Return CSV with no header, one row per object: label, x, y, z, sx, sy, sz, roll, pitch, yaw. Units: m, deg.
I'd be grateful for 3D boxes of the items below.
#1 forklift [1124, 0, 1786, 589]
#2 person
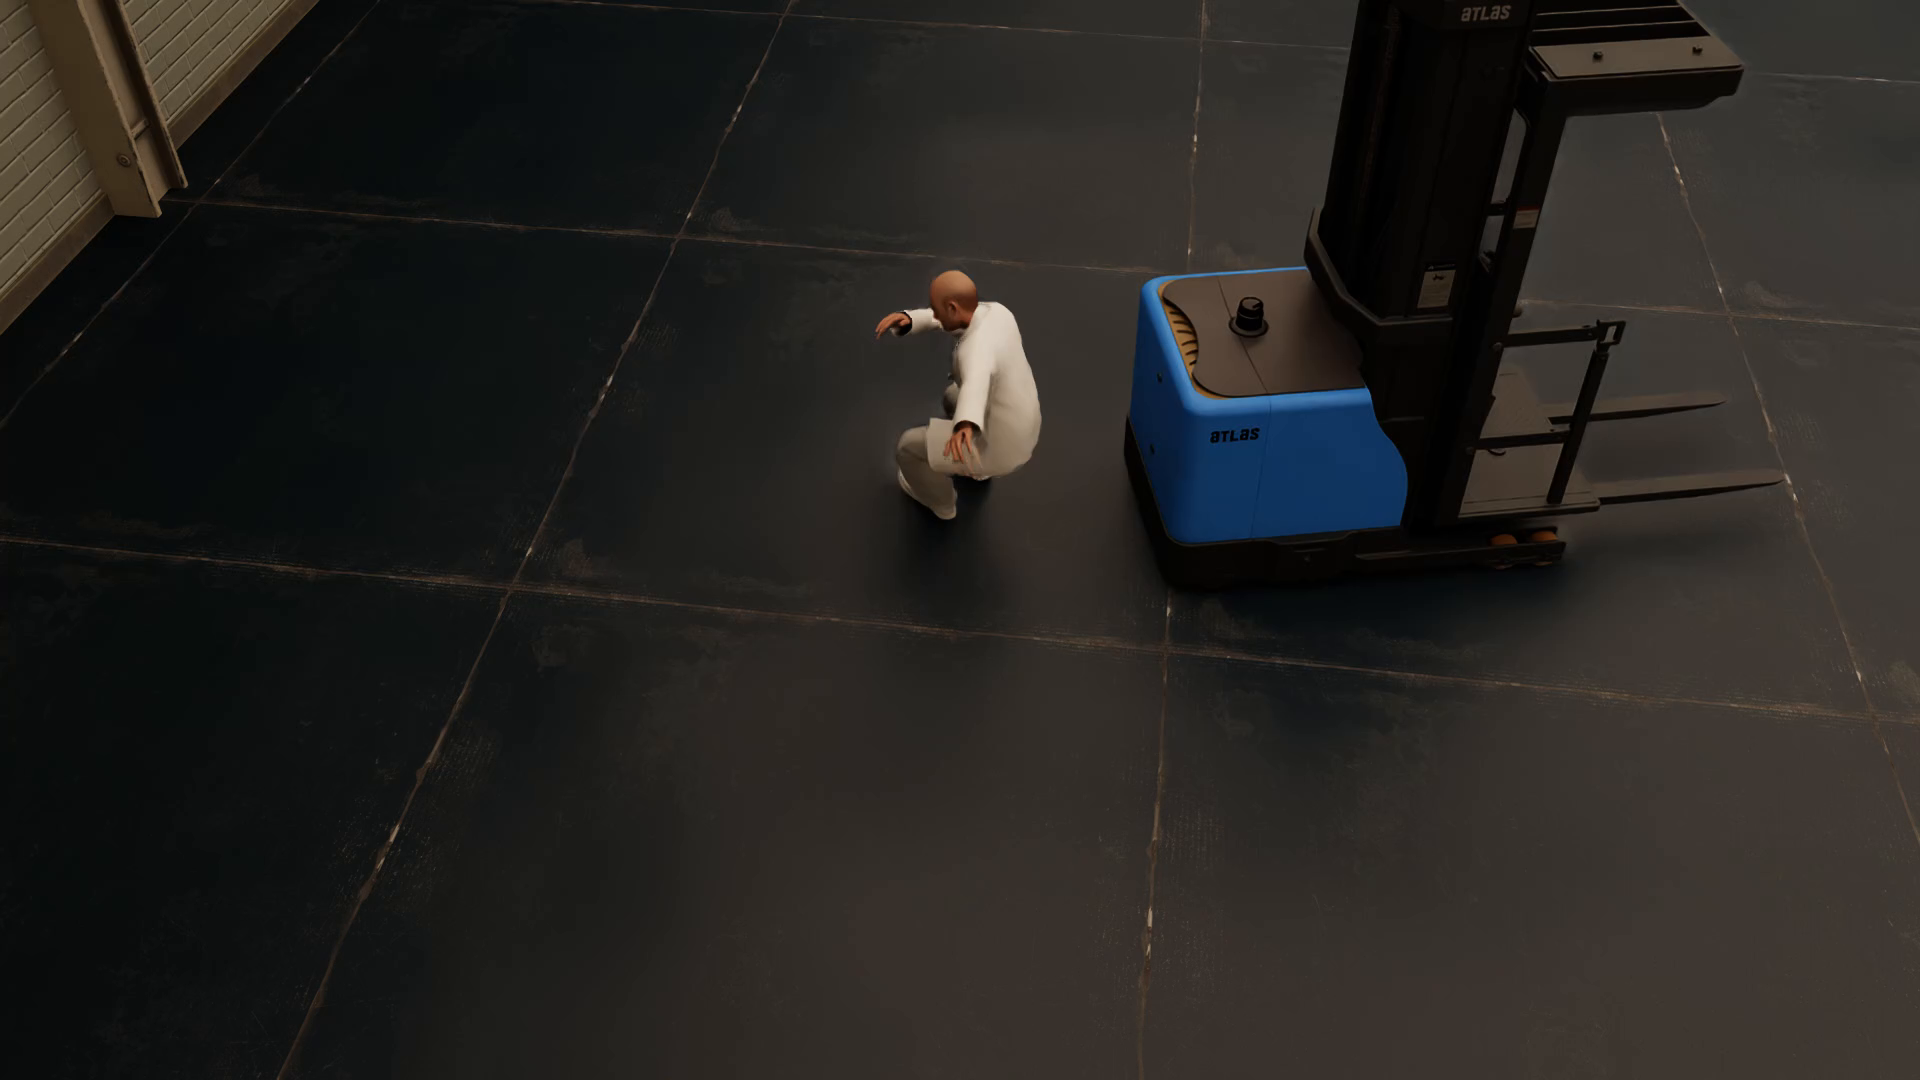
forklift,2.369,-1.297,7.136,3.031,2.935,1.130,-5,43,-5
person,-0.060,-0.469,7.376,0.747,1.446,1.467,14,44,14
